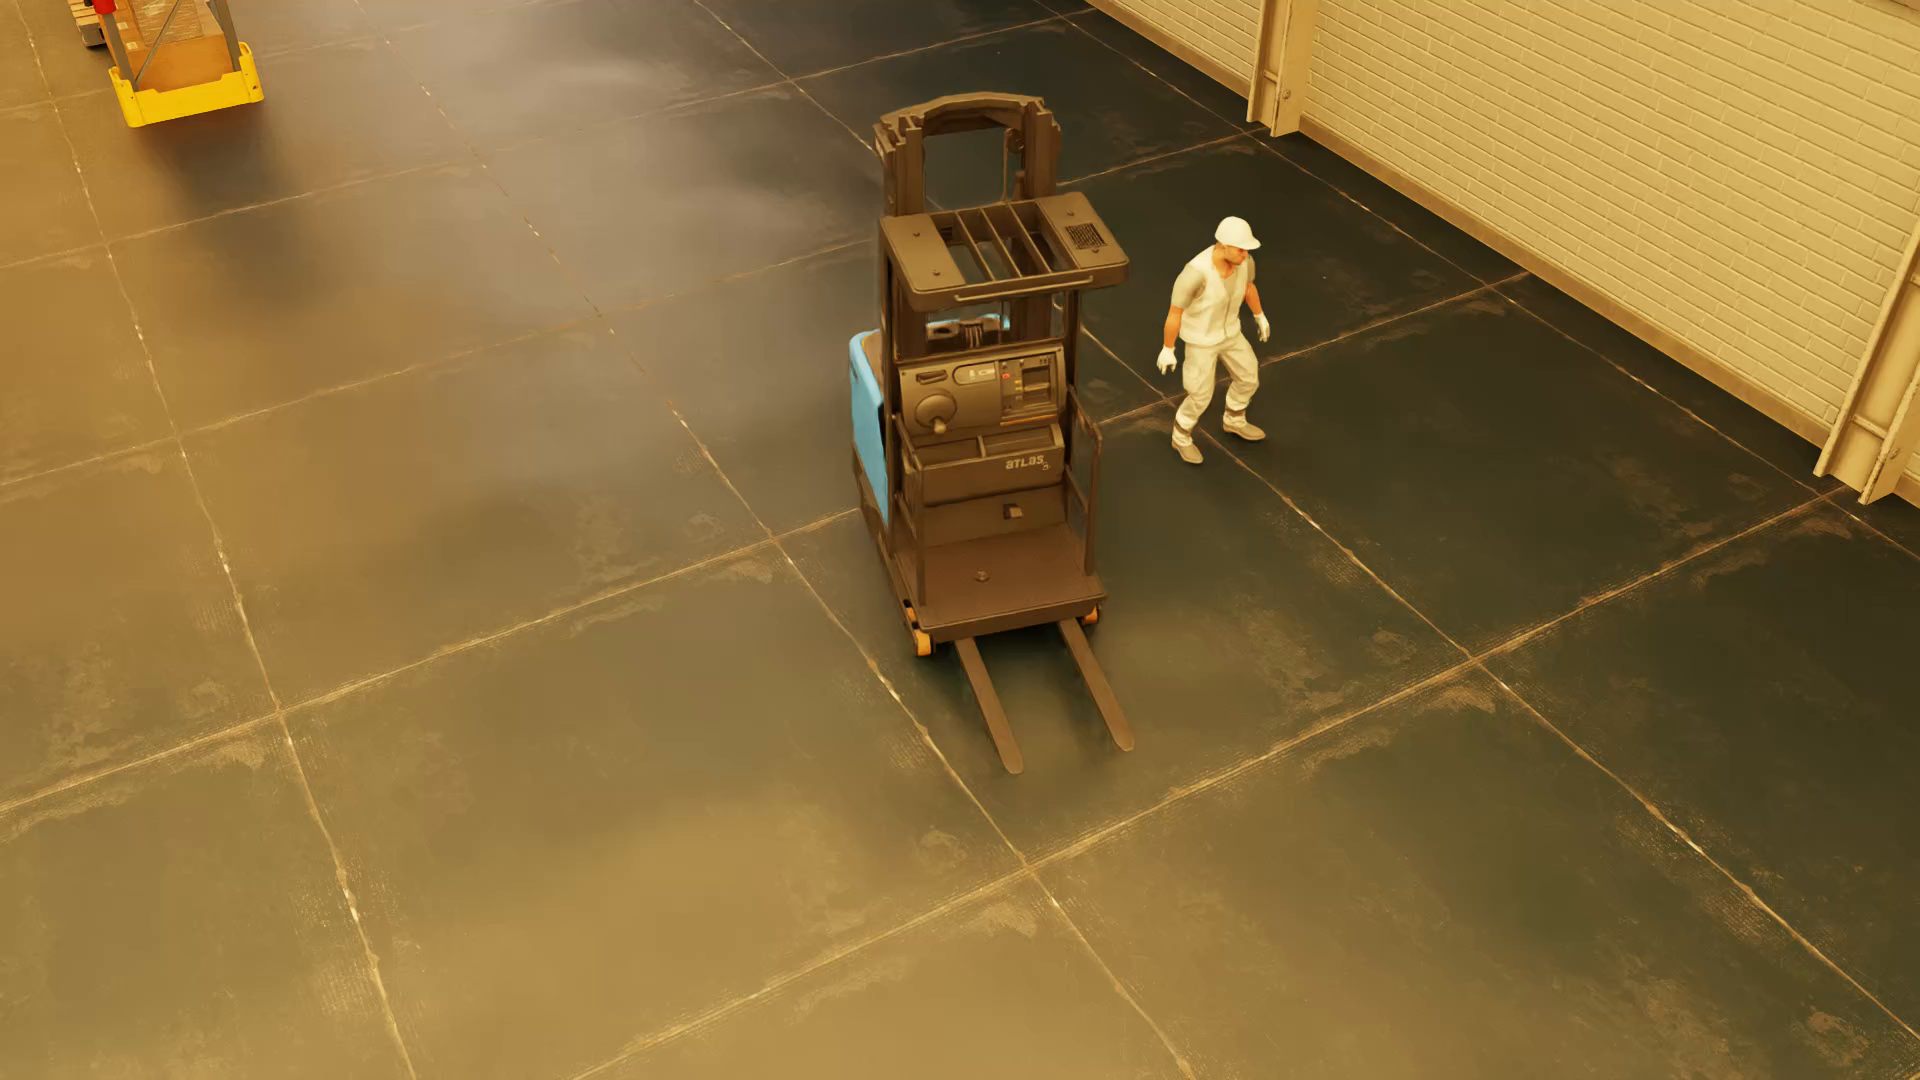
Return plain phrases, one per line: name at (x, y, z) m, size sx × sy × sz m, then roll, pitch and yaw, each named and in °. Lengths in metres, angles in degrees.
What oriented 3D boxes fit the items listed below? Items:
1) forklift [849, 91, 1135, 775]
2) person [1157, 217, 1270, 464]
forklift at (0.187, -0.742, 8.930) m, size 1.130 × 2.935 × 3.031 m, roll -10°, pitch 41°, yaw -12°
person at (1.623, -1.265, 10.485) m, size 0.796 × 1.754 × 0.434 m, roll -24°, pitch 45°, yaw -26°
